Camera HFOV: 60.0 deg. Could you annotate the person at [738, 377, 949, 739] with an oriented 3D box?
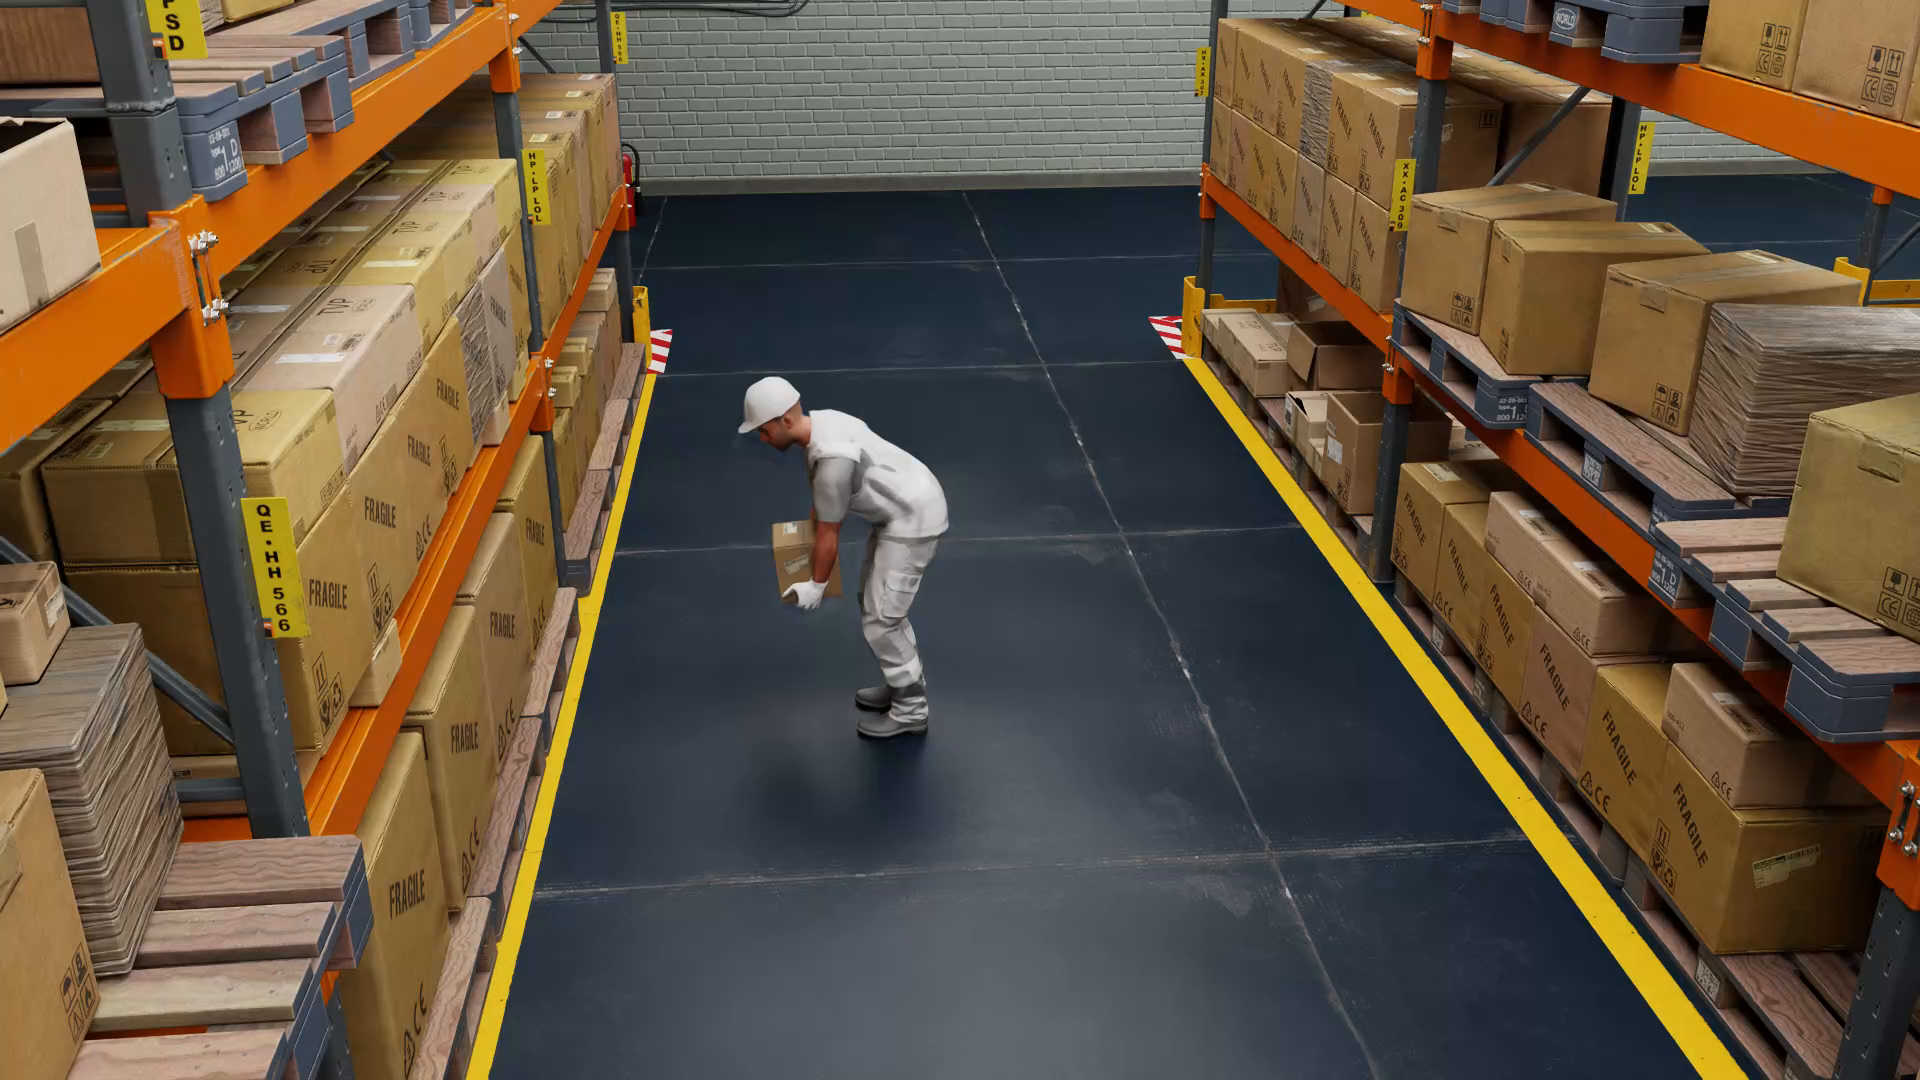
[{"bbox_3d":[-0.458,0.059,6.757,0.823,1.528,0.489,-3,24,-6],"label":"person"}]
